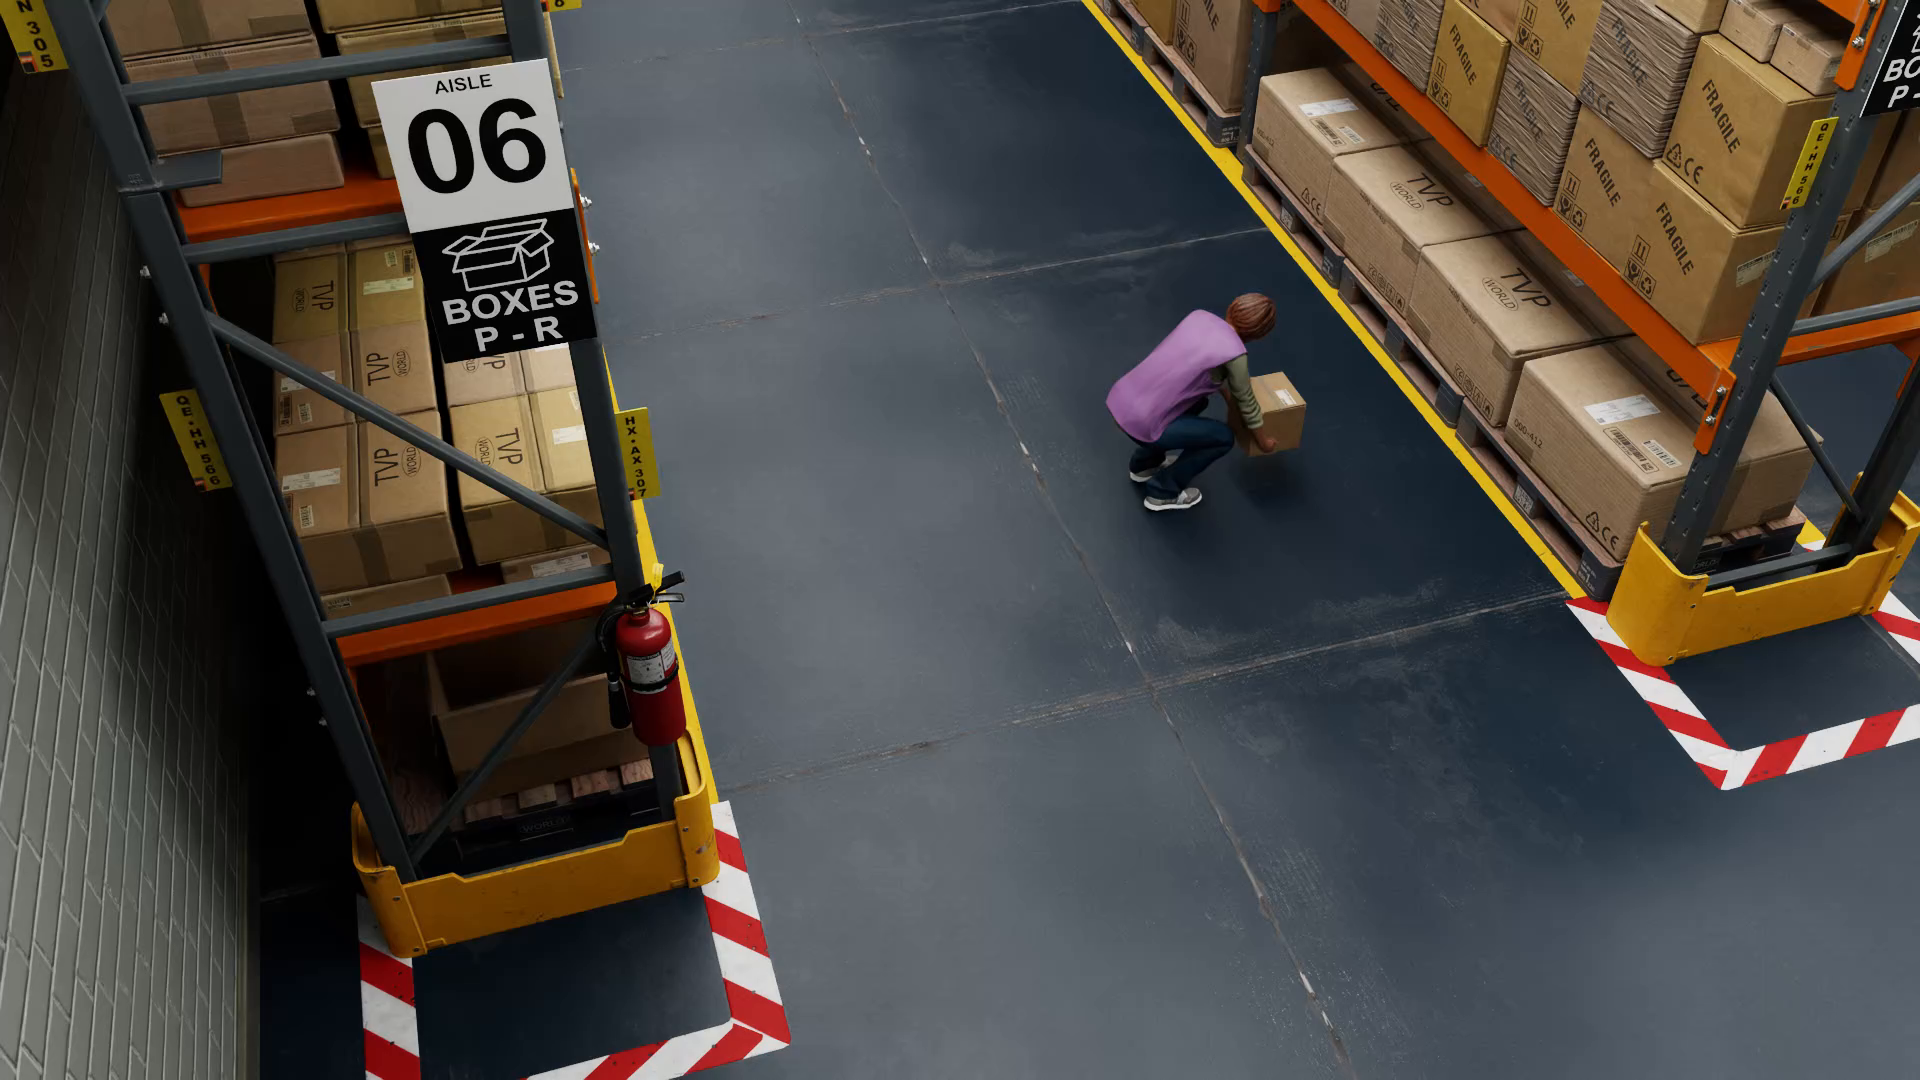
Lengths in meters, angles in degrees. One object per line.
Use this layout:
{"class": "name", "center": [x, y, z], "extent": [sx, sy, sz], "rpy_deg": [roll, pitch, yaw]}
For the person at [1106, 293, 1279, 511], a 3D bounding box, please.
{"class": "person", "center": [1.014, -0.609, 7.316], "extent": [0.789, 0.933, 0.448], "rpy_deg": [-12, 44, -13]}
